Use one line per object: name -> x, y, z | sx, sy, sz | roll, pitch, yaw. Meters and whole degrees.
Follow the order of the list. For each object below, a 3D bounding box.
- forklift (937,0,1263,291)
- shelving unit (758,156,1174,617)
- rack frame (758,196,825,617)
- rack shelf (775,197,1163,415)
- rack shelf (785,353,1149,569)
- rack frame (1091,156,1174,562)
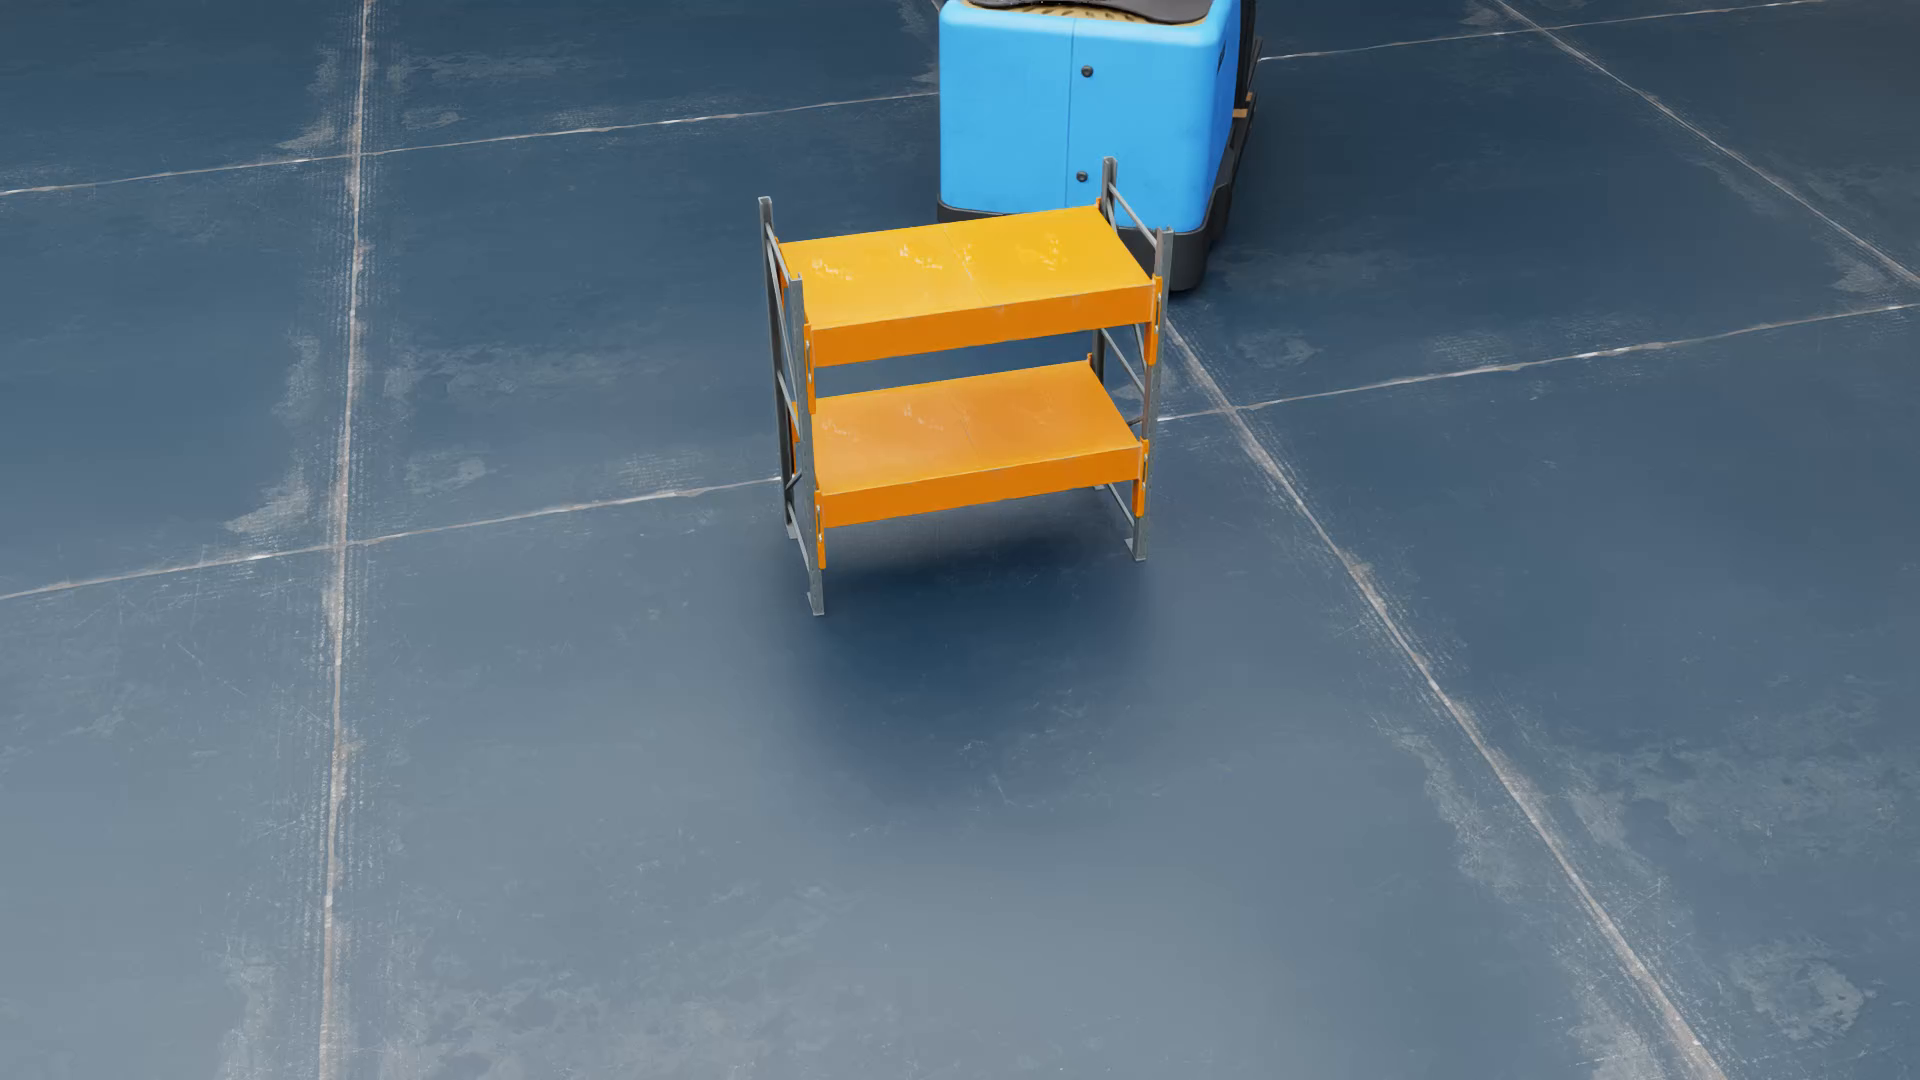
forklift -> 0.764, -3.019, 6.784 | 1.130, 2.935, 3.031 | 9, 38, 11
shelving unit -> 0.007, -0.448, 4.910 | 1.048, 1.125, 0.538 | -9, 38, -12
rack frame -> -0.484, -0.367, 4.804 | 0.032, 1.125, 0.500 | -9, 38, -12
rack shelf -> 0.007, -0.680, 4.732 | 1.000, 0.278, 0.538 | -9, 38, -12
rack shelf -> 0.007, -0.254, 5.058 | 1.000, 0.278, 0.538 | -9, 38, -12
rack frame -> 0.497, -0.528, 5.015 | 0.032, 1.125, 0.500 | -9, 38, -12
